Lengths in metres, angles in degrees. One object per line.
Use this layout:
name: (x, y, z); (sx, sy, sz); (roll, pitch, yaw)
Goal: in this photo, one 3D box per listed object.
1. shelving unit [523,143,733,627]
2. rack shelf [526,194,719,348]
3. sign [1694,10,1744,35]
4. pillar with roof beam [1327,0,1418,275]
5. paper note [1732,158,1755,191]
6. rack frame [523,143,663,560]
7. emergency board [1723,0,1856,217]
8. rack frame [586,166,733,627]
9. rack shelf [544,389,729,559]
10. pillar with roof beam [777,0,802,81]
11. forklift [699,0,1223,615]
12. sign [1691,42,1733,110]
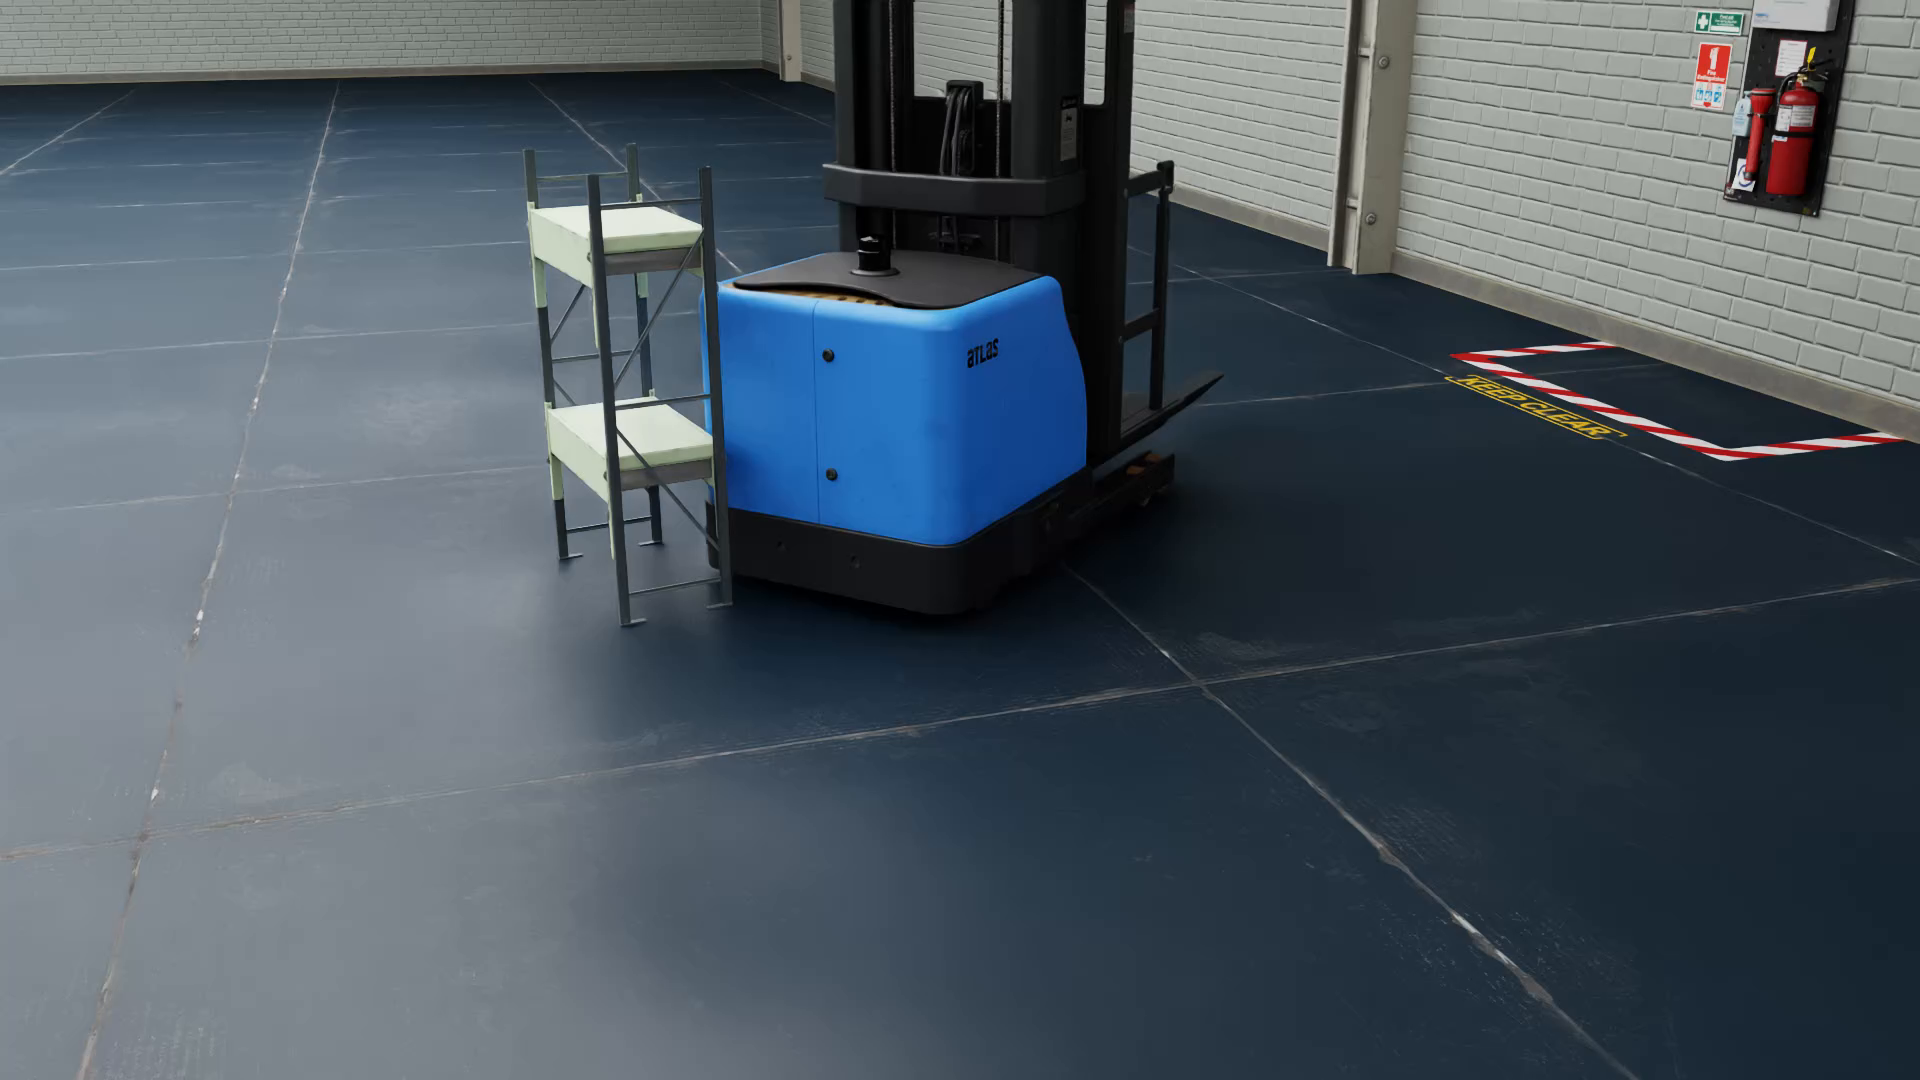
shelving unit: (-1.147, -0.557, 5.748); (0.431, 1.500, 0.755); (-11, 22, -27)
rack shelf: (-1.147, -0.924, 5.616); (0.431, 0.370, 0.720); (-11, 22, -27)
sign: (3.895, -2.657, 8.540); (0.001, 0.109, 0.331); (-6, 21, -17)
pillar with roof beam: (-1.254, -5.699, 8.971); (9.100, 9.000, 0.400); (-6, 21, -17)
paper note: (3.988, -1.854, 8.445); (0.016, 0.148, 0.142); (-6, 21, -17)
rack frame: (-1.323, -0.665, 6.050); (0.400, 1.500, 0.023); (-11, 22, -27)
emergency board: (3.978, -2.205, 8.117); (0.194, 1.169, 0.643); (-6, 21, -17)
rack frame: (-0.971, -0.448, 5.446); (0.400, 1.500, 0.023); (-11, 22, -27)
rack shelf: (-1.147, -0.250, 5.858); (0.431, 0.370, 0.720); (-11, 22, -27)
pillar with roof beam: (-6.912, -11.475, 25.053); (9.100, 9.000, 0.400); (-6, 21, -17)
forklift: (0.246, -1.583, 6.489); (1.130, 2.935, 3.031); (11, 22, 27)
sign: (3.902, -2.410, 8.636); (0.001, 0.329, 0.234); (-6, 21, -17)
